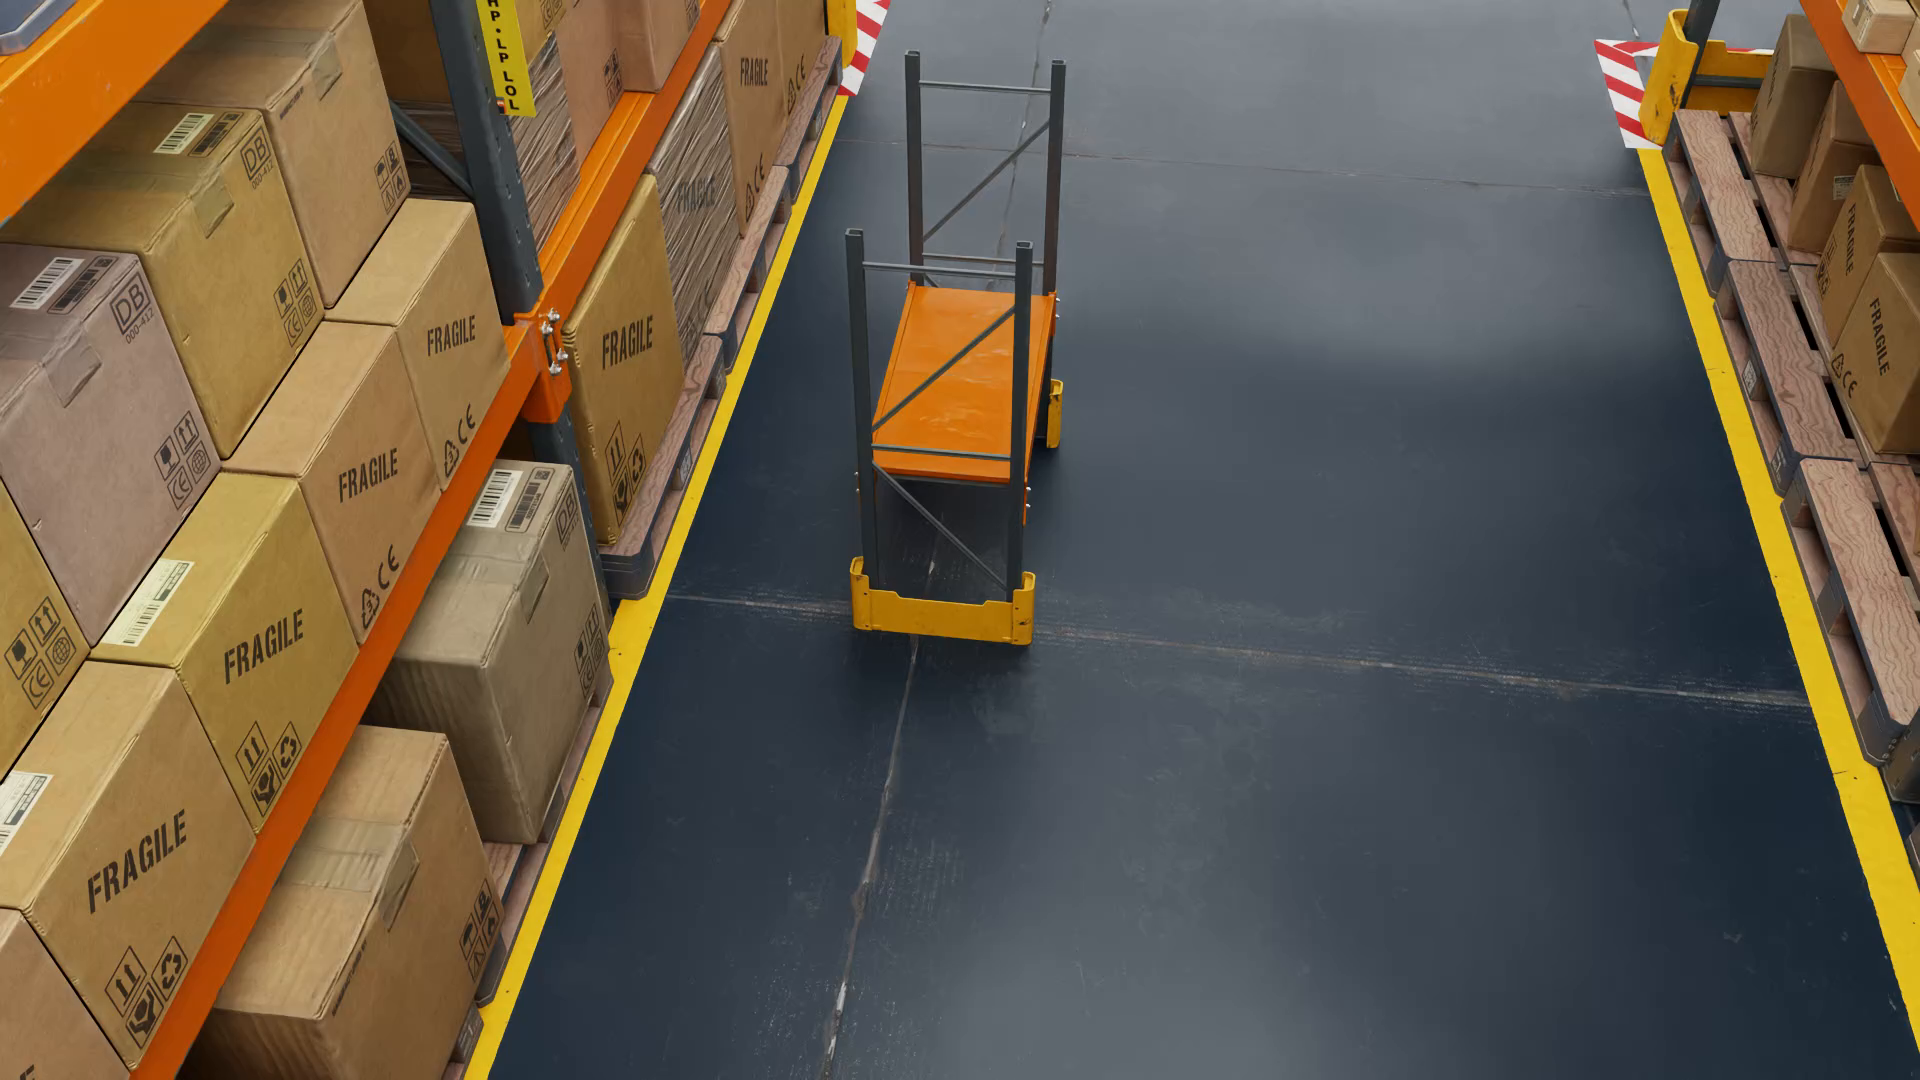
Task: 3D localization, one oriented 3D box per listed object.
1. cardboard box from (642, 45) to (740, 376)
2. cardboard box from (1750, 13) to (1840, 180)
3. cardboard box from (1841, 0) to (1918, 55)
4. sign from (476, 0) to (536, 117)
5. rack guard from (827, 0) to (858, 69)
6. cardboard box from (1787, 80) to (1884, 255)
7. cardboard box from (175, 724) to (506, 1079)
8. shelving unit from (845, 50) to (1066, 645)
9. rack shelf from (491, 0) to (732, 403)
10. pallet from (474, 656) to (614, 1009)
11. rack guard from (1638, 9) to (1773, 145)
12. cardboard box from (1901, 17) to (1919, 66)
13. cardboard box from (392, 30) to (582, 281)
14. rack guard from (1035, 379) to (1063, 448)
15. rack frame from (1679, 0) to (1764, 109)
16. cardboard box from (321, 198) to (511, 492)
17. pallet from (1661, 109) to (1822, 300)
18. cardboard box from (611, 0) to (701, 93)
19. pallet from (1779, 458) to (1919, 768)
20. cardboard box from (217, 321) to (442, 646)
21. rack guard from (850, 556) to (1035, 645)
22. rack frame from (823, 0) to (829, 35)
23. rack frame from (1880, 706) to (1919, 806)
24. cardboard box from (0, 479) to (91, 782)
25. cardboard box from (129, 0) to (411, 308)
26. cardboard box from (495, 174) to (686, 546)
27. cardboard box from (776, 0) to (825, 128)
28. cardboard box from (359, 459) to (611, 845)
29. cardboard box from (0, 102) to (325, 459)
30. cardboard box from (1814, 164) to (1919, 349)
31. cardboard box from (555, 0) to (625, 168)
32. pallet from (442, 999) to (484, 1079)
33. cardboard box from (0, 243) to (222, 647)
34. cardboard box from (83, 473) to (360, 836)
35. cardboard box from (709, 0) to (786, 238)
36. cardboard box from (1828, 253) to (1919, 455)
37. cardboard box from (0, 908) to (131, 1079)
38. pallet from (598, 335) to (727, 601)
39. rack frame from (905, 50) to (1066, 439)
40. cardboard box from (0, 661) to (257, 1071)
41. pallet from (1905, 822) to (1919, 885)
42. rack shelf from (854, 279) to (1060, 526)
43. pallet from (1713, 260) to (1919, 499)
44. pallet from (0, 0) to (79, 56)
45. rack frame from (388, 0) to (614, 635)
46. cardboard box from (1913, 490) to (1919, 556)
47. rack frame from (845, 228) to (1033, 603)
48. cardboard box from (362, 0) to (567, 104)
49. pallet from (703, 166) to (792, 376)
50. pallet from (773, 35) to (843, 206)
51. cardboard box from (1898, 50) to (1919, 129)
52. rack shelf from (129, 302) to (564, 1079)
[{"bbox_3d":[-1.374,-1.244,6.122,0.875,0.875,0.875,6,44,6],"label":"cardboard box"},{"bbox_3d":[3.691,-1.853,7.038,0.500,0.500,0.500,13,45,13],"label":"cardboard box"},{"bbox_3d":[3.222,-1.755,5.605,0.380,0.149,0.250,5,44,6],"label":"cardboard box"},{"bbox_3d":[-1.103,-1.175,4.025,0.100,0.325,0.005,5,44,6],"label":"sign"},{"bbox_3d":[-1.110,-2.661,8.197,1.175,0.500,0.348,5,44,6],"label":"rack guard"},{"bbox_3d":[3.646,-1.443,6.605,0.500,0.500,0.500,16,46,16],"label":"cardboard box"},{"bbox_3d":[-1.766,0.926,3.921,1.050,0.750,0.750,5,44,6],"label":"cardboard box"},{"bbox_3d":[0.010,-0.597,5.289,0.587,1.500,1.083,5,44,6],"label":"shelving unit"},{"bbox_3d":[-1.377,-1.928,6.128,1.077,0.370,4.000,5,44,6],"label":"rack shelf"},{"bbox_3d":[-1.669,0.719,4.837,1.003,0.211,1.213,5,44,6],"label":"pallet"},{"bbox_3d":[3.780,-2.073,7.576,1.175,0.500,0.348,5,44,6],"label":"rack guard"},{"bbox_3d":[3.320,-1.573,5.412,0.380,0.149,0.250,5,44,6],"label":"cardboard box"},{"bbox_3d":[-1.605,-1.133,4.656,0.875,0.550,0.550,5,44,6],"label":"cardboard box"},{"bbox_3d":[0.076,-0.482,6.077,0.587,0.250,0.087,5,44,6],"label":"rack guard"},{"bbox_3d":[3.790,-3.033,6.771,1.000,3.000,0.127,5,44,6],"label":"rack frame"},{"bbox_3d":[-1.446,-0.483,4.005,0.500,0.500,0.500,5,44,5],"label":"cardboard box"},{"bbox_3d":[3.638,-1.418,7.094,1.003,0.211,1.213,5,44,6],"label":"pallet"},{"bbox_3d":[-1.366,-1.868,5.432,0.875,0.550,0.550,5,44,6],"label":"cardboard box"},{"bbox_3d":[3.315,0.245,5.338,1.003,0.211,1.213,5,44,6],"label":"pallet"},{"bbox_3d":[-1.513,-0.138,3.642,0.500,0.500,0.500,5,44,5],"label":"cardboard box"},{"bbox_3d":[-0.056,0.197,5.360,0.587,0.250,0.087,5,44,6],"label":"rack guard"},{"bbox_3d":[-1.113,-3.552,7.320,1.000,3.000,0.127,5,44,6],"label":"rack frame"},{"bbox_3d":[3.261,-0.307,3.892,1.000,3.000,0.127,5,44,6],"label":"rack frame"},{"bbox_3d":[-1.903,0.152,2.608,0.700,0.500,0.500,5,44,5],"label":"cardboard box"},{"bbox_3d":[-1.702,-0.887,3.705,0.700,0.500,0.500,5,44,5],"label":"cardboard box"},{"bbox_3d":[-1.489,-0.630,5.473,0.875,0.875,0.875,6,44,6],"label":"cardboard box"},{"bbox_3d":[-1.137,-2.465,7.412,0.875,0.875,0.875,5,44,6],"label":"cardboard box"},{"bbox_3d":[-1.635,0.269,4.615,1.050,0.750,0.750,5,44,5],"label":"cardboard box"},{"bbox_3d":[-1.768,-0.536,3.335,0.700,0.500,0.500,5,44,5],"label":"cardboard box"},{"bbox_3d":[3.544,-1.018,6.156,0.500,0.500,0.500,9,44,9],"label":"cardboard box"},{"bbox_3d":[-1.555,-1.510,5.054,0.875,0.550,0.550,5,44,6],"label":"cardboard box"},{"bbox_3d":[-1.828,1.553,3.957,1.003,0.211,1.213,5,44,6],"label":"pallet"},{"bbox_3d":[-1.835,-0.192,2.971,0.700,0.500,0.500,6,44,6],"label":"cardboard box"},{"bbox_3d":[-1.579,0.206,3.278,0.500,0.500,0.500,6,44,6],"label":"cardboard box"},{"bbox_3d":[-1.251,-1.865,6.778,0.875,0.875,0.875,5,44,5],"label":"cardboard box"},{"bbox_3d":[3.426,-0.642,5.759,0.500,0.500,0.500,2,43,2],"label":"cardboard box"},{"bbox_3d":[-1.712,0.892,2.554,0.500,0.500,0.500,5,44,5],"label":"cardboard box"},{"bbox_3d":[-1.464,-0.325,5.940,1.003,0.211,1.213,5,44,6],"label":"pallet"},{"bbox_3d":[0.078,-0.949,5.662,0.500,1.500,0.032,5,44,6],"label":"rack frame"},{"bbox_3d":[-1.644,0.552,2.912,0.500,0.500,0.500,5,44,5],"label":"cardboard box"},{"bbox_3d":[3.160,1.237,4.290,1.003,0.211,1.213,5,44,6],"label":"pallet"},{"bbox_3d":[0.011,-0.472,5.419,0.538,0.185,1.000,5,44,6],"label":"rack shelf"},{"bbox_3d":[3.474,-0.589,6.218,1.003,0.211,1.213,5,44,6],"label":"pallet"},{"bbox_3d":[-1.714,-1.217,2.811,0.805,0.209,1.217,4,44,4],"label":"pallet"},{"bbox_3d":[-1.642,-0.826,4.441,1.000,3.000,0.127,5,44,6],"label":"rack frame"},{"bbox_3d":[3.422,-0.211,5.304,0.500,0.500,0.500,19,46,19],"label":"cardboard box"},{"bbox_3d":[-0.056,-0.256,4.930,0.500,1.500,0.032,5,44,6],"label":"rack frame"},{"bbox_3d":[-1.559,-1.521,4.280,0.875,0.550,0.550,5,44,6],"label":"cardboard box"},{"bbox_3d":[-1.305,-1.159,6.820,1.003,0.211,1.213,5,44,6],"label":"pallet"},{"bbox_3d":[-1.141,-1.988,7.696,1.003,0.211,1.213,5,44,6],"label":"pallet"},{"bbox_3d":[3.211,-1.410,5.240,0.380,0.149,0.250,5,44,6],"label":"cardboard box"},{"bbox_3d":[-1.906,0.798,3.249,1.077,0.370,4.000,5,44,6],"label":"rack shelf"}]
